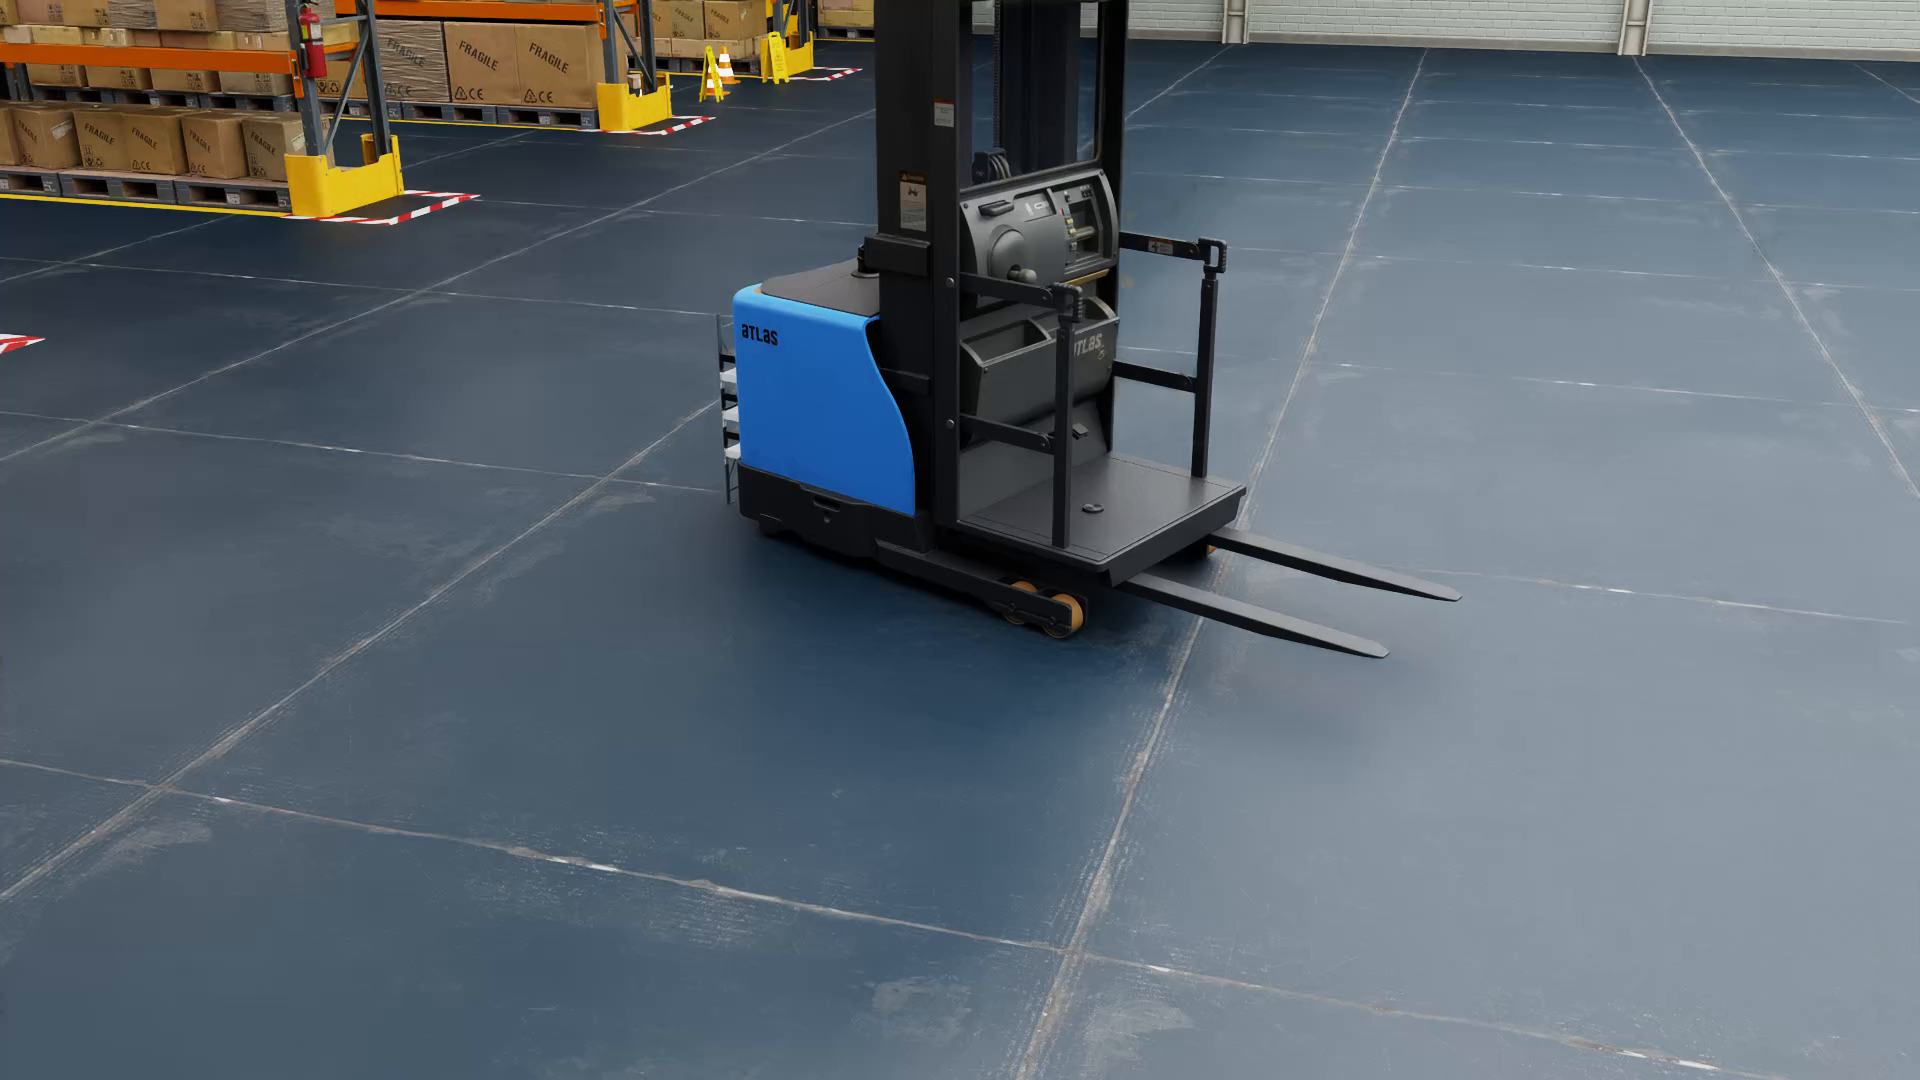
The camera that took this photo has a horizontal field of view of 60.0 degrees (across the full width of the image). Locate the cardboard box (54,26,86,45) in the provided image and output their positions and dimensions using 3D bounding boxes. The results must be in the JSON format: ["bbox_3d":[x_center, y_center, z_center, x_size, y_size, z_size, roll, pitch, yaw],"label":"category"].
[{"bbox_3d":[-7.453,-4.307,14.148,0.250,0.149,0.380,7,23,16],"label":"cardboard box"}]

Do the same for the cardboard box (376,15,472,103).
[{"bbox_3d":[-6.036,-5.526,19.035,0.875,0.875,0.875,7,23,16],"label":"cardboard box"}]

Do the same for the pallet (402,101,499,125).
[{"bbox_3d":[-5.605,-4.971,19.112,1.213,0.211,1.003,7,23,15],"label":"pallet"}]

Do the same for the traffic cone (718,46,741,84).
[{"bbox_3d":[-3.104,-6.282,21.976,0.334,0.463,0.336,7,23,16],"label":"traffic cone"}]

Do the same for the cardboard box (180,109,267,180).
[{"bbox_3d":[-6.357,-3.442,14.450,0.500,0.500,0.500,13,26,29],"label":"cardboard box"}]

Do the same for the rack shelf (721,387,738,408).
[{"bbox_3d":[-0.922,-0.650,7.520,0.200,0.077,0.258,13,26,28],"label":"rack shelf"}]

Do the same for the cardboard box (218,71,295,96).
[{"bbox_3d":[-8.102,-5.695,19.613,0.750,0.750,1.050,6,23,15],"label":"cardboard box"}]

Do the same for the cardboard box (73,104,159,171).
[{"bbox_3d":[-7.473,-3.595,14.823,0.500,0.500,0.500,4,23,11],"label":"cardboard box"}]

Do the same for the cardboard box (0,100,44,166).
[{"bbox_3d":[-8.640,-3.695,15.065,0.500,0.500,0.500,6,23,14],"label":"cardboard box"}]

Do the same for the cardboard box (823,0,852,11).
[{"bbox_3d":[-1.923,-8.833,27.263,0.500,0.250,0.500,6,23,15],"label":"cardboard box"}]

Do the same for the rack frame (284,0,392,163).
[{"bbox_3d":[-5.182,-4.277,13.744,0.127,3.000,1.000,7,23,16],"label":"rack frame"}]

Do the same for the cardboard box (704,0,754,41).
[{"bbox_3d":[-3.162,-7.140,22.805,0.500,0.500,0.500,7,23,16],"label":"cardboard box"}]

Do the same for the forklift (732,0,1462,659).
[{"bbox_3d":[0.484,-1.207,6.351,3.031,2.935,1.130,17,28,36],"label":"forklift"}]

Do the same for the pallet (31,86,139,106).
[{"bbox_3d":[-10.579,-5.541,20.500,1.213,0.211,1.003,7,23,16],"label":"pallet"}]

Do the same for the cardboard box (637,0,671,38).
[{"bbox_3d":[-4.144,-7.254,23.082,0.500,0.500,0.500,6,23,14],"label":"cardboard box"}]

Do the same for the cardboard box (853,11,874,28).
[{"bbox_3d":[-1.430,-8.540,27.207,0.500,0.250,0.500,7,23,16],"label":"cardboard box"}]

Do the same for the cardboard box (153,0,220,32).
[{"bbox_3d":[-6.214,-4.542,13.867,0.500,0.500,0.875,7,23,16],"label":"cardboard box"}]

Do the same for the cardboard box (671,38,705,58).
[{"bbox_3d":[-3.665,-6.850,23.087,0.500,0.250,0.500,7,23,16],"label":"cardboard box"}]

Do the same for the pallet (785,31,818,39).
[{"bbox_3d":[-2.798,-8.594,27.944,1.213,0.211,1.003,7,23,15],"label":"pallet"}]

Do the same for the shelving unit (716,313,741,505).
[{"bbox_3d":[-0.922,-0.598,7.542,0.210,0.900,0.258,13,26,28],"label":"shelving unit"}]

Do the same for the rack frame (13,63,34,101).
[{"bbox_3d":[-11.312,-6.945,20.248,0.127,3.000,1.000,7,23,16],"label":"rack frame"}]

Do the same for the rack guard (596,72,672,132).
[{"bbox_3d":[-3.630,-4.909,18.578,0.348,0.500,1.175,7,23,16],"label":"rack guard"}]

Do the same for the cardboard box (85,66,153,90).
[{"bbox_3d":[-9.917,-5.904,20.123,0.750,0.750,1.050,7,23,16],"label":"cardboard box"}]

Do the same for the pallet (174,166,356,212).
[{"bbox_3d":[-6.022,-3.097,14.542,1.213,0.211,1.003,7,23,16],"label":"pallet"}]

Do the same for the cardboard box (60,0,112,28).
[{"bbox_3d":[-7.156,-4.672,14.183,0.500,0.500,0.875,7,23,16],"label":"cardboard box"}]

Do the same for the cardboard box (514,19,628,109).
[{"bbox_3d":[-4.321,-5.330,18.557,0.875,0.875,0.875,7,23,16],"label":"cardboard box"}]

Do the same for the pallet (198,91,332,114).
[{"bbox_3d":[-8.243,-5.274,19.848,1.213,0.211,1.003,7,23,16],"label":"pallet"}]

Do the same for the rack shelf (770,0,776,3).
[{"bbox_3d":[-4.234,-7.764,23.193,4.000,0.370,1.077,7,23,16],"label":"rack shelf"}]

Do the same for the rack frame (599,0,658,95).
[{"bbox_3d":[-3.653,-6.068,18.110,0.127,3.000,1.000,7,23,16],"label":"rack frame"}]

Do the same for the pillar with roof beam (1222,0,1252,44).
[{"bbox_3d":[3.205,-10.639,21.349,0.400,9.000,9.100,7,23,16],"label":"pillar with roof beam"}]

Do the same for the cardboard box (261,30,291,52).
[{"bbox_3d":[-5.515,-4.117,13.685,0.250,0.149,0.380,7,23,16],"label":"cardboard box"}]

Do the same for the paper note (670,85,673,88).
[{"bbox_3d":[-3.799,-5.884,21.575,0.142,0.019,0.148,-1,22,-3],"label":"paper note"}]

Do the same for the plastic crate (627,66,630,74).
[{"bbox_3d":[-4.883,-6.495,22.999,0.583,0.080,0.402,-1,22,-3],"label":"plastic crate"}]

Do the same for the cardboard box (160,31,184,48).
[{"bbox_3d":[-6.470,-4.229,13.958,0.250,0.149,0.380,7,23,16],"label":"cardboard box"}]

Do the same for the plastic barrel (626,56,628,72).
[{"bbox_3d":[-4.734,-6.362,22.222,0.512,0.421,0.421,-14,26,-30],"label":"plastic barrel"}]

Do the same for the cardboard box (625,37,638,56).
[{"bbox_3d":[-4.639,-6.964,23.364,0.500,0.250,0.500,6,23,15],"label":"cardboard box"}]

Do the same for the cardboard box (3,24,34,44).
[{"bbox_3d":[-7.940,-4.351,14.255,0.250,0.149,0.380,7,23,16],"label":"cardboard box"}]

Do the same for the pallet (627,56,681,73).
[{"bbox_3d":[-4.324,-6.832,23.648,1.213,0.211,1.003,7,23,16],"label":"pallet"}]

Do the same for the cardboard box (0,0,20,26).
[{"bbox_3d":[-8.130,-4.760,14.398,0.500,0.500,0.875,7,23,16],"label":"cardboard box"}]

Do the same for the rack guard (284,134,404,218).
[{"bbox_3d":[-5.255,-3.129,14.239,0.348,0.500,1.175,7,23,16],"label":"rack guard"}]

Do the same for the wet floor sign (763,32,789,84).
[{"bbox_3d":[-2.447,-6.379,21.970,0.232,0.644,0.267,16,27,34],"label":"wet floor sign"}]

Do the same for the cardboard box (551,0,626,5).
[{"bbox_3d":[-4.021,-6.162,18.141,0.550,0.550,0.875,7,23,16],"label":"cardboard box"}]

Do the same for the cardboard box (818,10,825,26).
[{"bbox_3d":[-2.380,-8.656,27.490,0.500,0.250,0.500,7,23,16],"label":"cardboard box"}]

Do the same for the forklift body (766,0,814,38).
[{"bbox_3d":[-3.232,-8.834,25.971,1.214,2.155,2.313,7,23,16],"label":"forklift body"}]

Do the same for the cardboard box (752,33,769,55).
[{"bbox_3d":[-3.012,-6.989,23.425,0.500,0.250,0.500,6,23,15],"label":"cardboard box"}]

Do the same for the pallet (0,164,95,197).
[{"bbox_3d":[-8.358,-3.365,15.194,1.213,0.211,1.003,7,23,16],"label":"pallet"}]

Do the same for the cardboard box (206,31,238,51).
[{"bbox_3d":[-6.008,-4.153,13.774,0.250,0.149,0.380,7,23,16],"label":"cardboard box"}]

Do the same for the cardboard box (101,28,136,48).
[{"bbox_3d":[-6.981,-4.243,13.993,0.250,0.149,0.380,7,23,16],"label":"cardboard box"}]

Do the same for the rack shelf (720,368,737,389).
[{"bbox_3d":[-0.922,-0.734,7.486,0.200,0.077,0.258,13,26,28],"label":"rack shelf"}]

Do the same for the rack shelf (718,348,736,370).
[{"bbox_3d":[-0.922,-0.817,7.452,0.200,0.077,0.258,13,26,28],"label":"rack shelf"}]

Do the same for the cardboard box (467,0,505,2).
[{"bbox_3d":[-5.054,-6.321,18.530,0.550,0.550,0.875,7,23,16],"label":"cardboard box"}]
